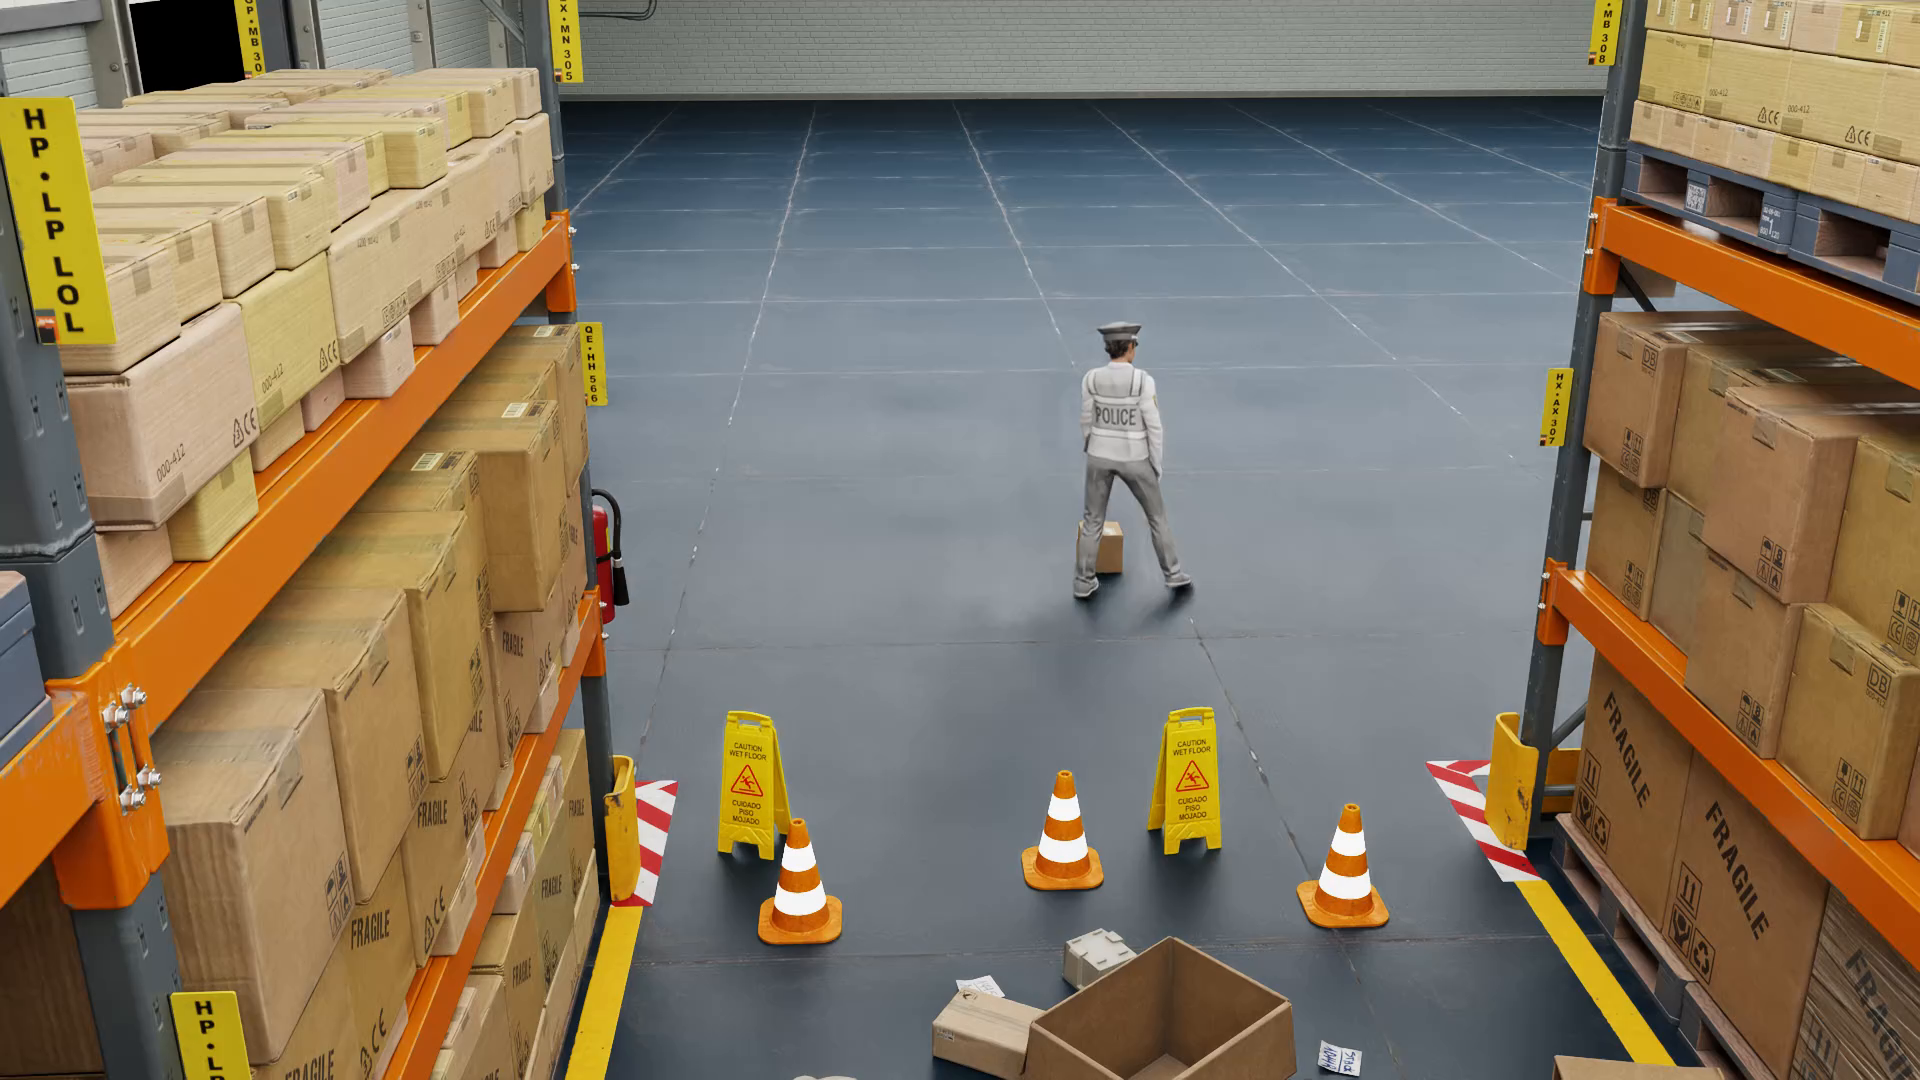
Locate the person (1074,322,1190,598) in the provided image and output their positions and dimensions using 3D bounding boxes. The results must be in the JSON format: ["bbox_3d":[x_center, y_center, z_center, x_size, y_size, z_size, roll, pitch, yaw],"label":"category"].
[{"bbox_3d":[1.036,-0.471,9.801,0.669,1.653,0.490,6,21,15],"label":"person"}]
